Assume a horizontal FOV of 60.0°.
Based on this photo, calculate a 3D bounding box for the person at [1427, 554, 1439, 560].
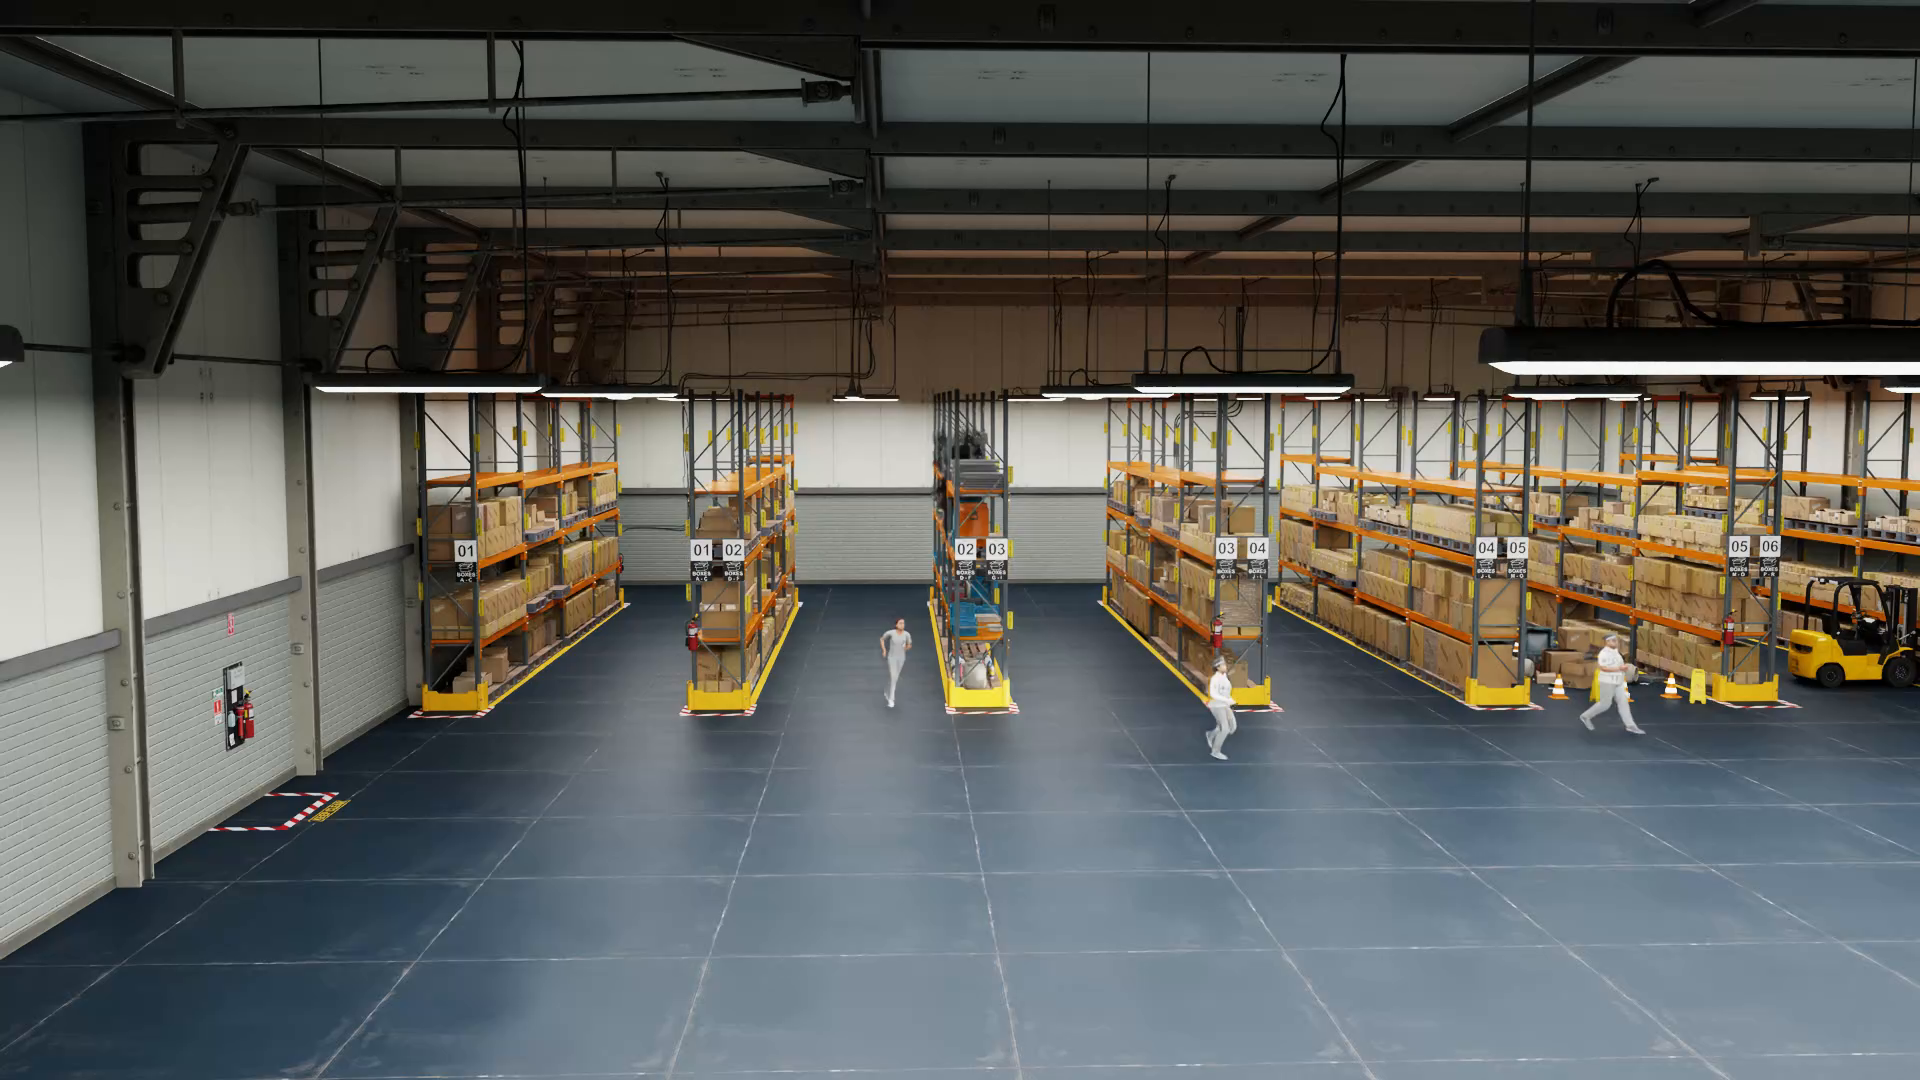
[{"bbox_3d":[14.091,0.907,49.348,0.667,1.676,0.650,0,5,2],"label":"person"}]

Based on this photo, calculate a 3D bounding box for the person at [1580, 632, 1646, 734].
[{"bbox_3d":[11.341,2.460,28.841,0.673,1.743,1.084,-4,6,-42],"label":"person"}]

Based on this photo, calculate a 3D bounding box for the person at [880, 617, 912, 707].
[{"bbox_3d":[-1.215,2.317,31.854,0.562,1.704,0.801,-2,5,-22],"label":"person"}]

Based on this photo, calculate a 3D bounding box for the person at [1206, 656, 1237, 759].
[{"bbox_3d":[4.229,2.703,26.920,0.562,1.663,0.658,3,5,29],"label":"person"}]
